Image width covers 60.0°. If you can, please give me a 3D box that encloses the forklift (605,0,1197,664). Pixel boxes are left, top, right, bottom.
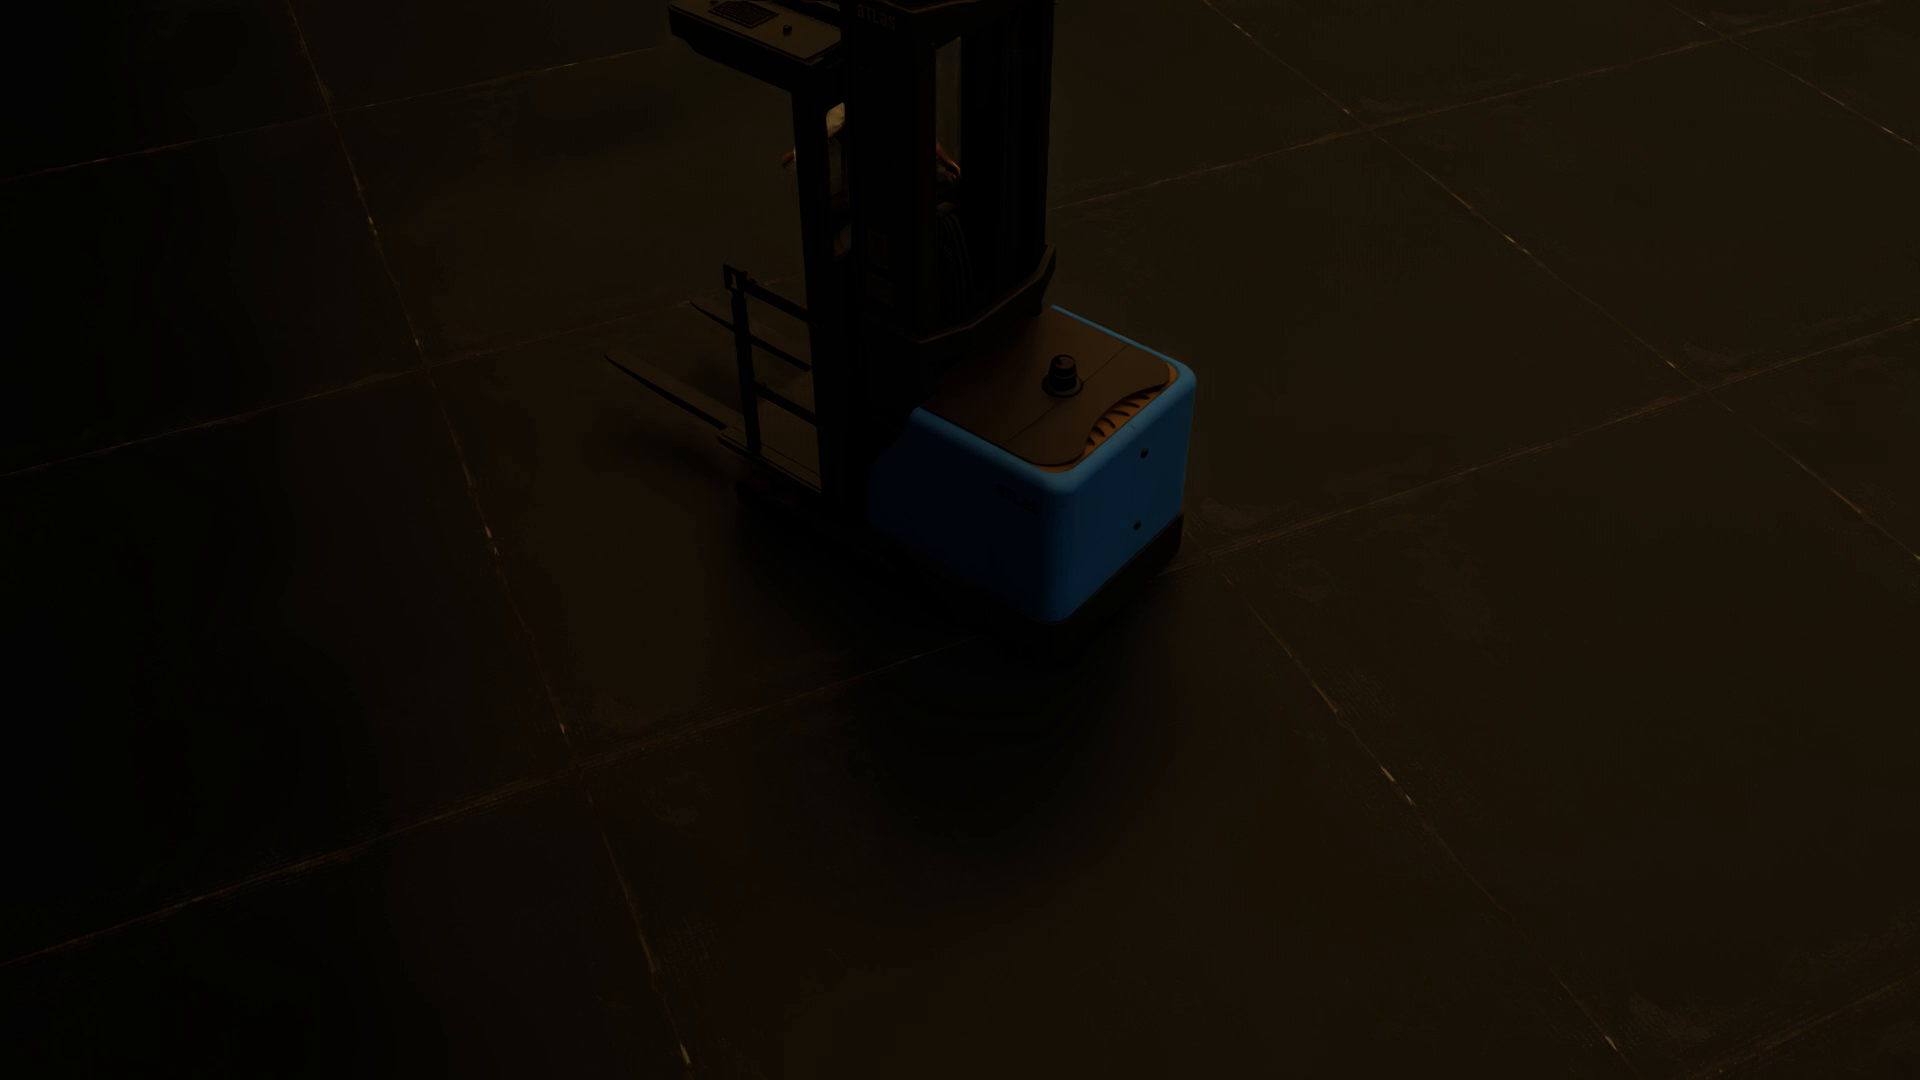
[{"bbox_3d":[-0.440,-1.387,7.166,3.031,2.935,1.130,29,50,27],"label":"forklift"}]

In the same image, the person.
[{"bbox_3d":[-0.461,-1.898,8.857,0.875,1.497,0.492,-20,47,-20],"label":"person"}]
